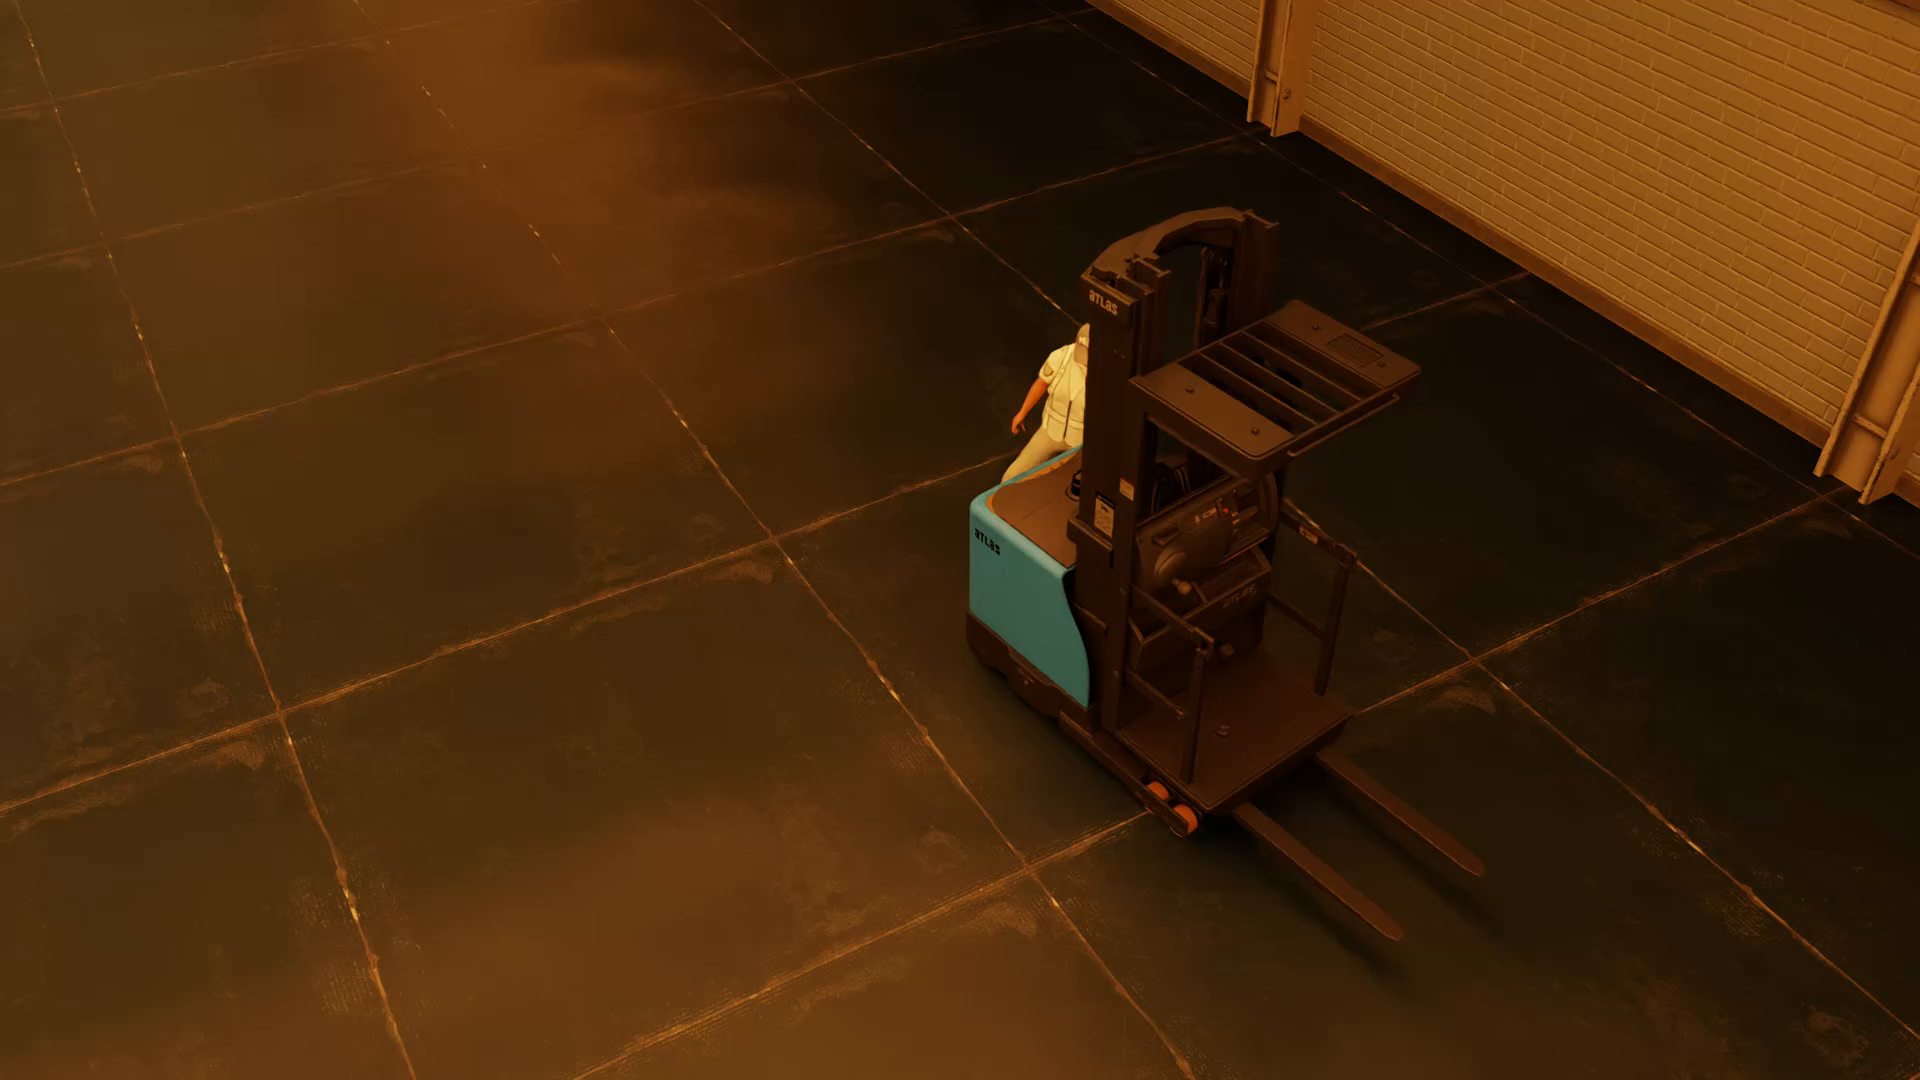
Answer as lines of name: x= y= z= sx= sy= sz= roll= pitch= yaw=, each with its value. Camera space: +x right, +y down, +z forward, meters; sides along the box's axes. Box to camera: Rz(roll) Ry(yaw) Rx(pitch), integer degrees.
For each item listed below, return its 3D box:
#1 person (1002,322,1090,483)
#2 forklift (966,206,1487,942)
person: x=0.712 y=-0.619 z=9.892 sx=0.878 sy=1.559 sz=0.626 roll=19 pitch=43 yaw=21
forklift: x=1.348 y=0.023 z=8.008 sx=1.130 sy=2.935 sz=3.031 roll=-27 pitch=47 yaw=-29
